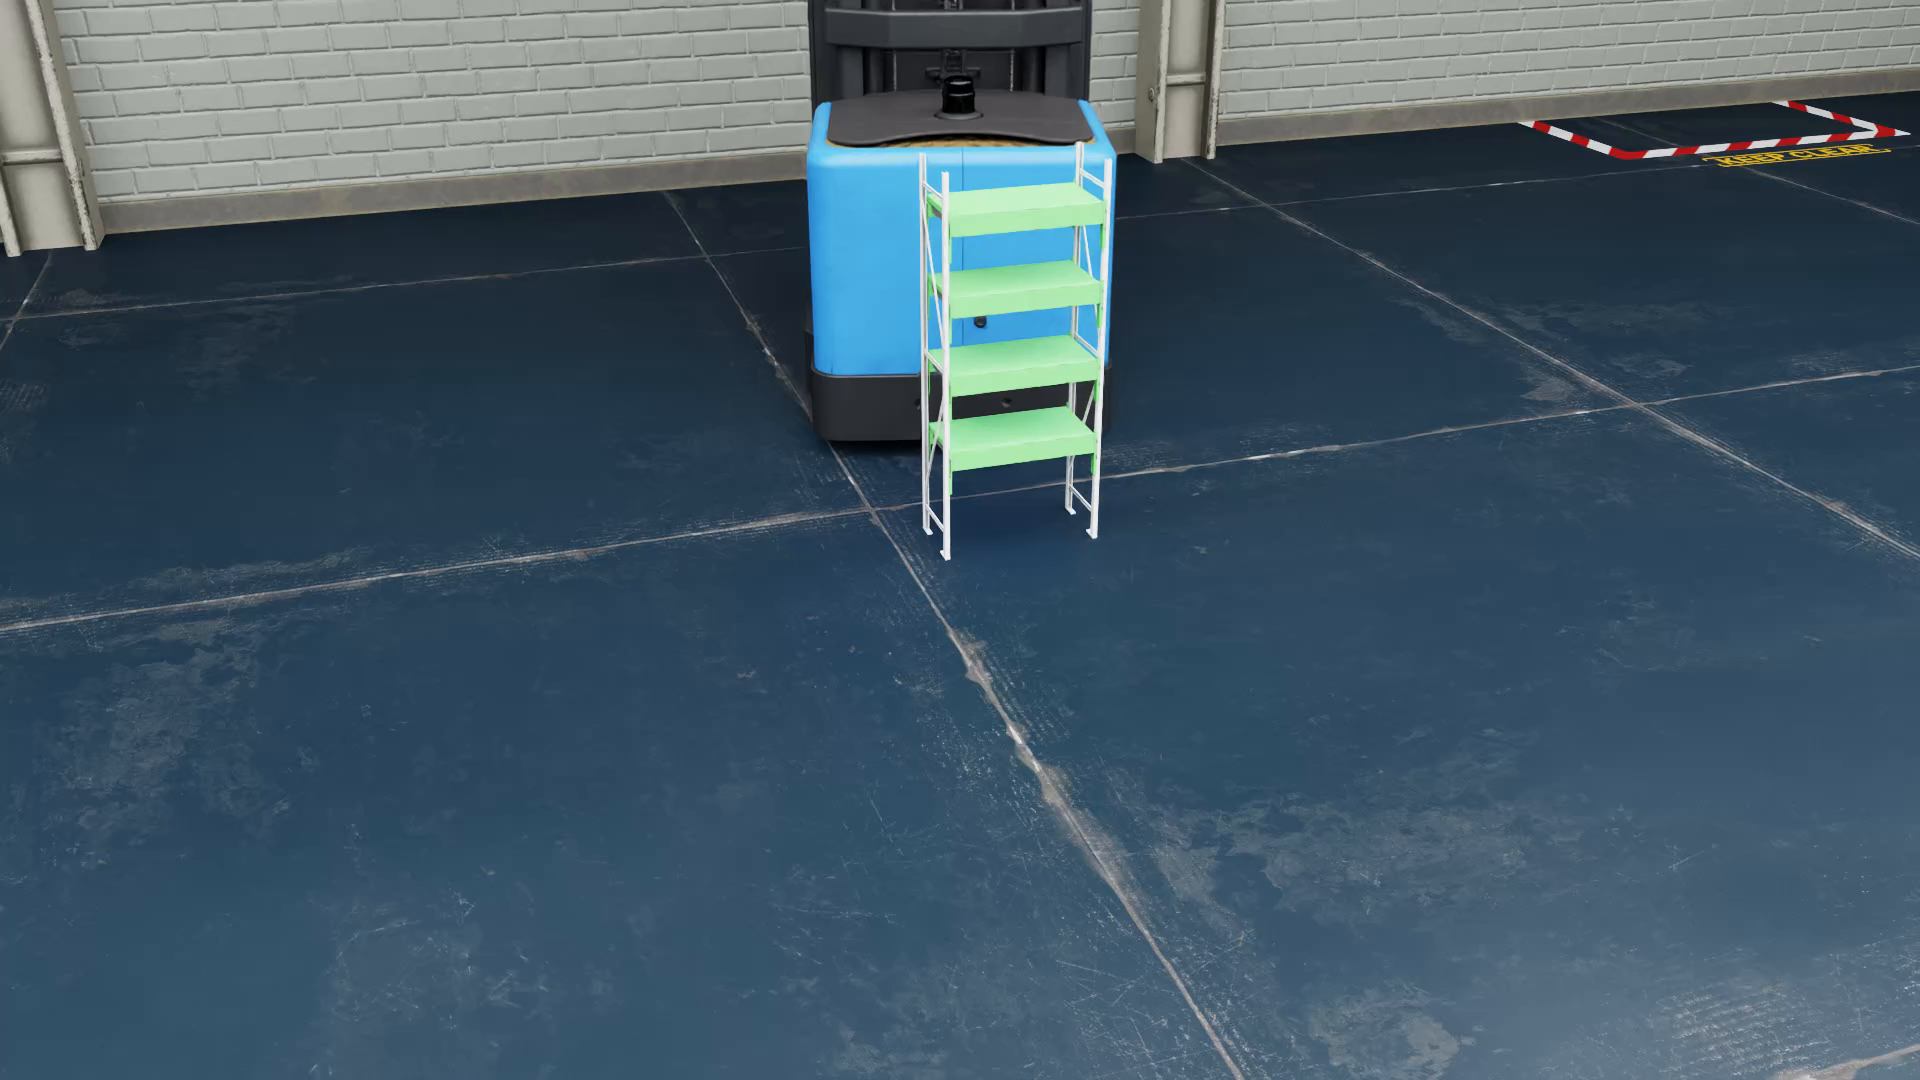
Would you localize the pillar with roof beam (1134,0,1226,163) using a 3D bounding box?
[{"bbox_3d":[2.599,-4.491,4.176,0.400,9.000,9.100,-8,28,-16],"label":"pillar with roof beam"}]

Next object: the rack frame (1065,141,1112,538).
[{"bbox_3d":[0.389,-0.594,5.097,0.015,1.200,0.240,-8,28,-16],"label":"rack frame"}]

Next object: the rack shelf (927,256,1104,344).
[{"bbox_3d":[0.157,-0.718,4.951,0.480,0.148,0.258,-8,28,-16],"label":"rack shelf"}]

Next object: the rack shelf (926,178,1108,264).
[{"bbox_3d":[0.157,-0.933,4.844,0.480,0.148,0.258,-8,28,-16],"label":"rack shelf"}]

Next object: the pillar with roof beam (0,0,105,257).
[{"bbox_3d":[-3.106,-3.665,2.512,0.400,9.000,9.100,-8,28,-16],"label":"pillar with roof beam"}]

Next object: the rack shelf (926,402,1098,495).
[{"bbox_3d":[0.157,-0.288,5.164,0.480,0.148,0.258,-8,28,-16],"label":"rack shelf"}]

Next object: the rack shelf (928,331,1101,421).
[{"bbox_3d":[0.157,-0.503,5.058,0.480,0.148,0.258,-8,28,-16],"label":"rack shelf"}]

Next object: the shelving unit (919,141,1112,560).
[{"bbox_3d":[0.157,-0.560,5.029,0.503,1.200,0.258,-8,28,-16],"label":"shelving unit"}]

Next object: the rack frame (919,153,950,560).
[{"bbox_3d":[-0.075,-0.527,4.961,0.015,1.200,0.240,-8,28,-16],"label":"rack frame"}]

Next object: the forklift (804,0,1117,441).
[{"bbox_3d":[-0.049,-2.271,6.529,1.130,2.935,3.031,-1,26,-2],"label":"forklift"}]
